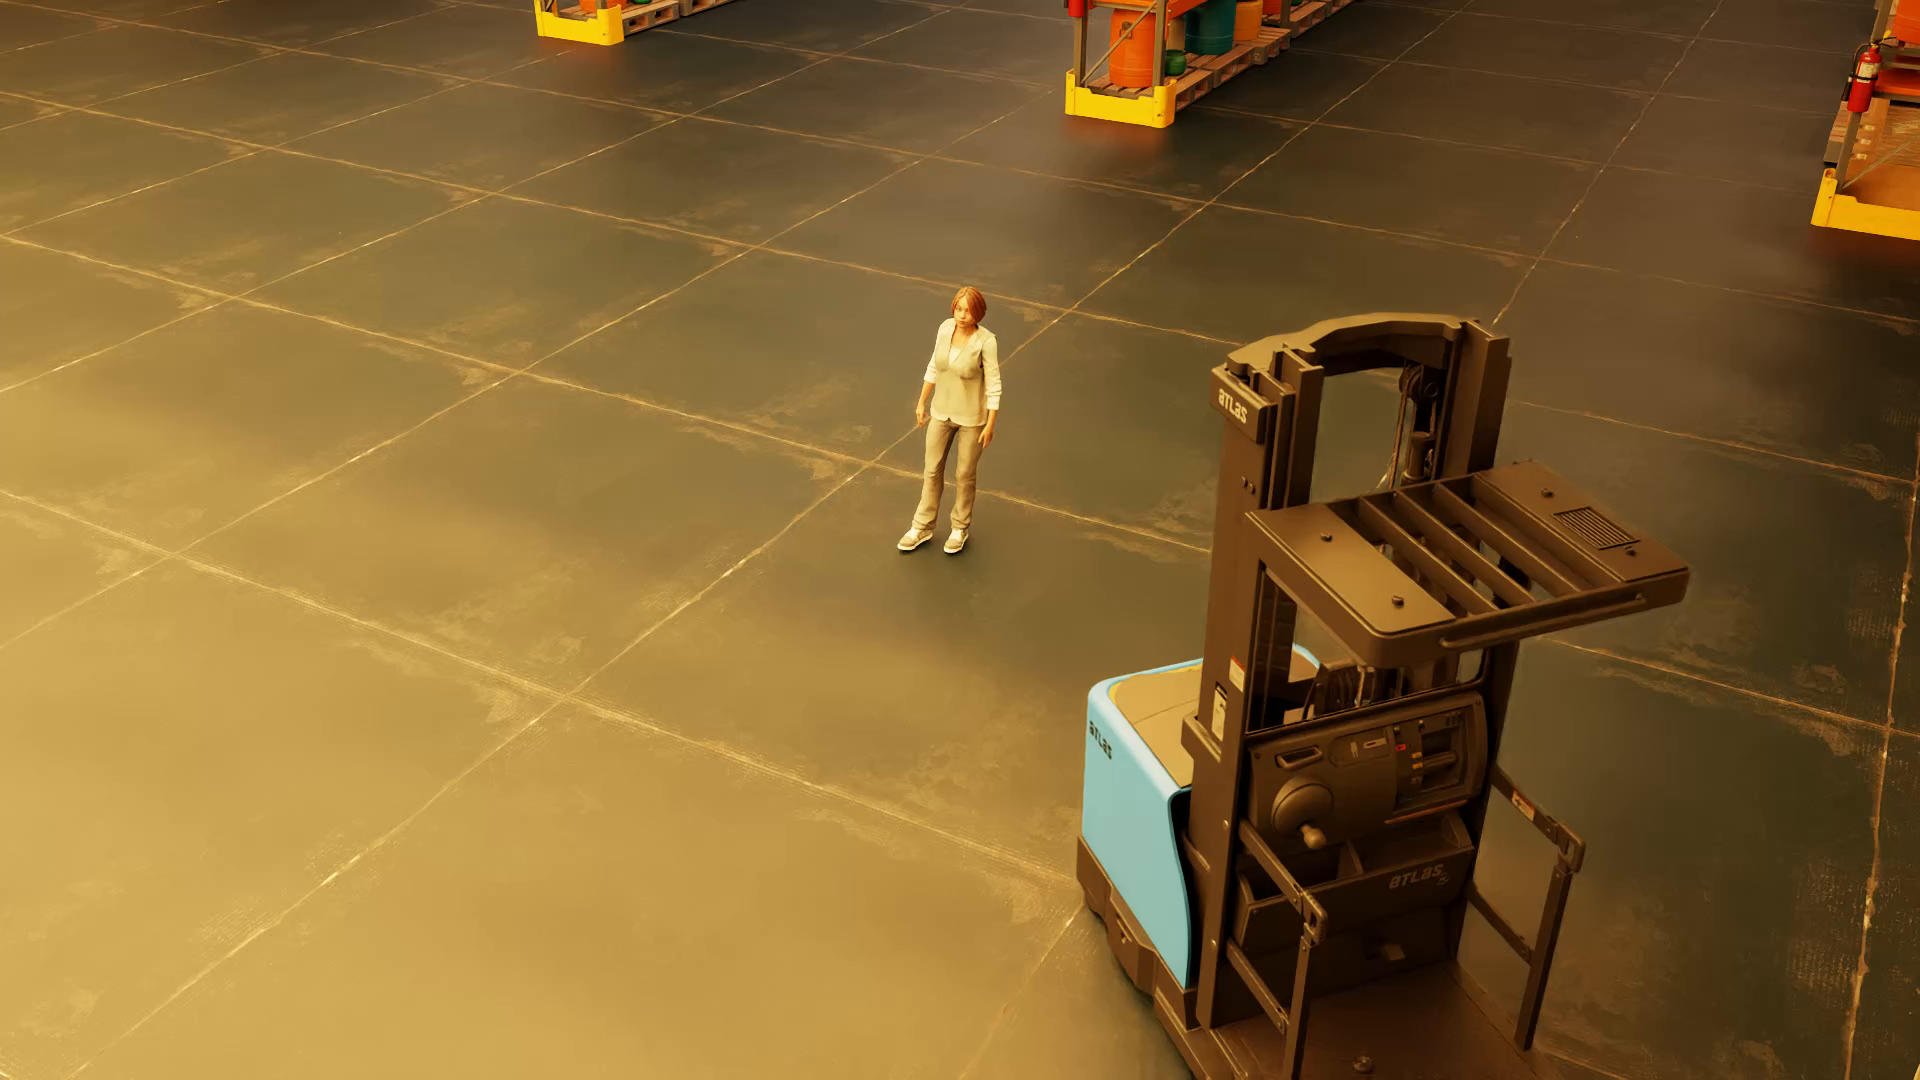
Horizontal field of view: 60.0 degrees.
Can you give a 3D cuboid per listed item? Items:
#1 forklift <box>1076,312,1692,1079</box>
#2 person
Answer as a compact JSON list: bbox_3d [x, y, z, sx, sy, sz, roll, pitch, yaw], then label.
[{"bbox_3d":[1.499,0.852,5.594,1.130,2.935,3.031,-11,32,-18],"label":"forklift"},{"bbox_3d":[-0.048,-0.669,9.550,0.521,1.596,0.475,15,33,25],"label":"person"}]
